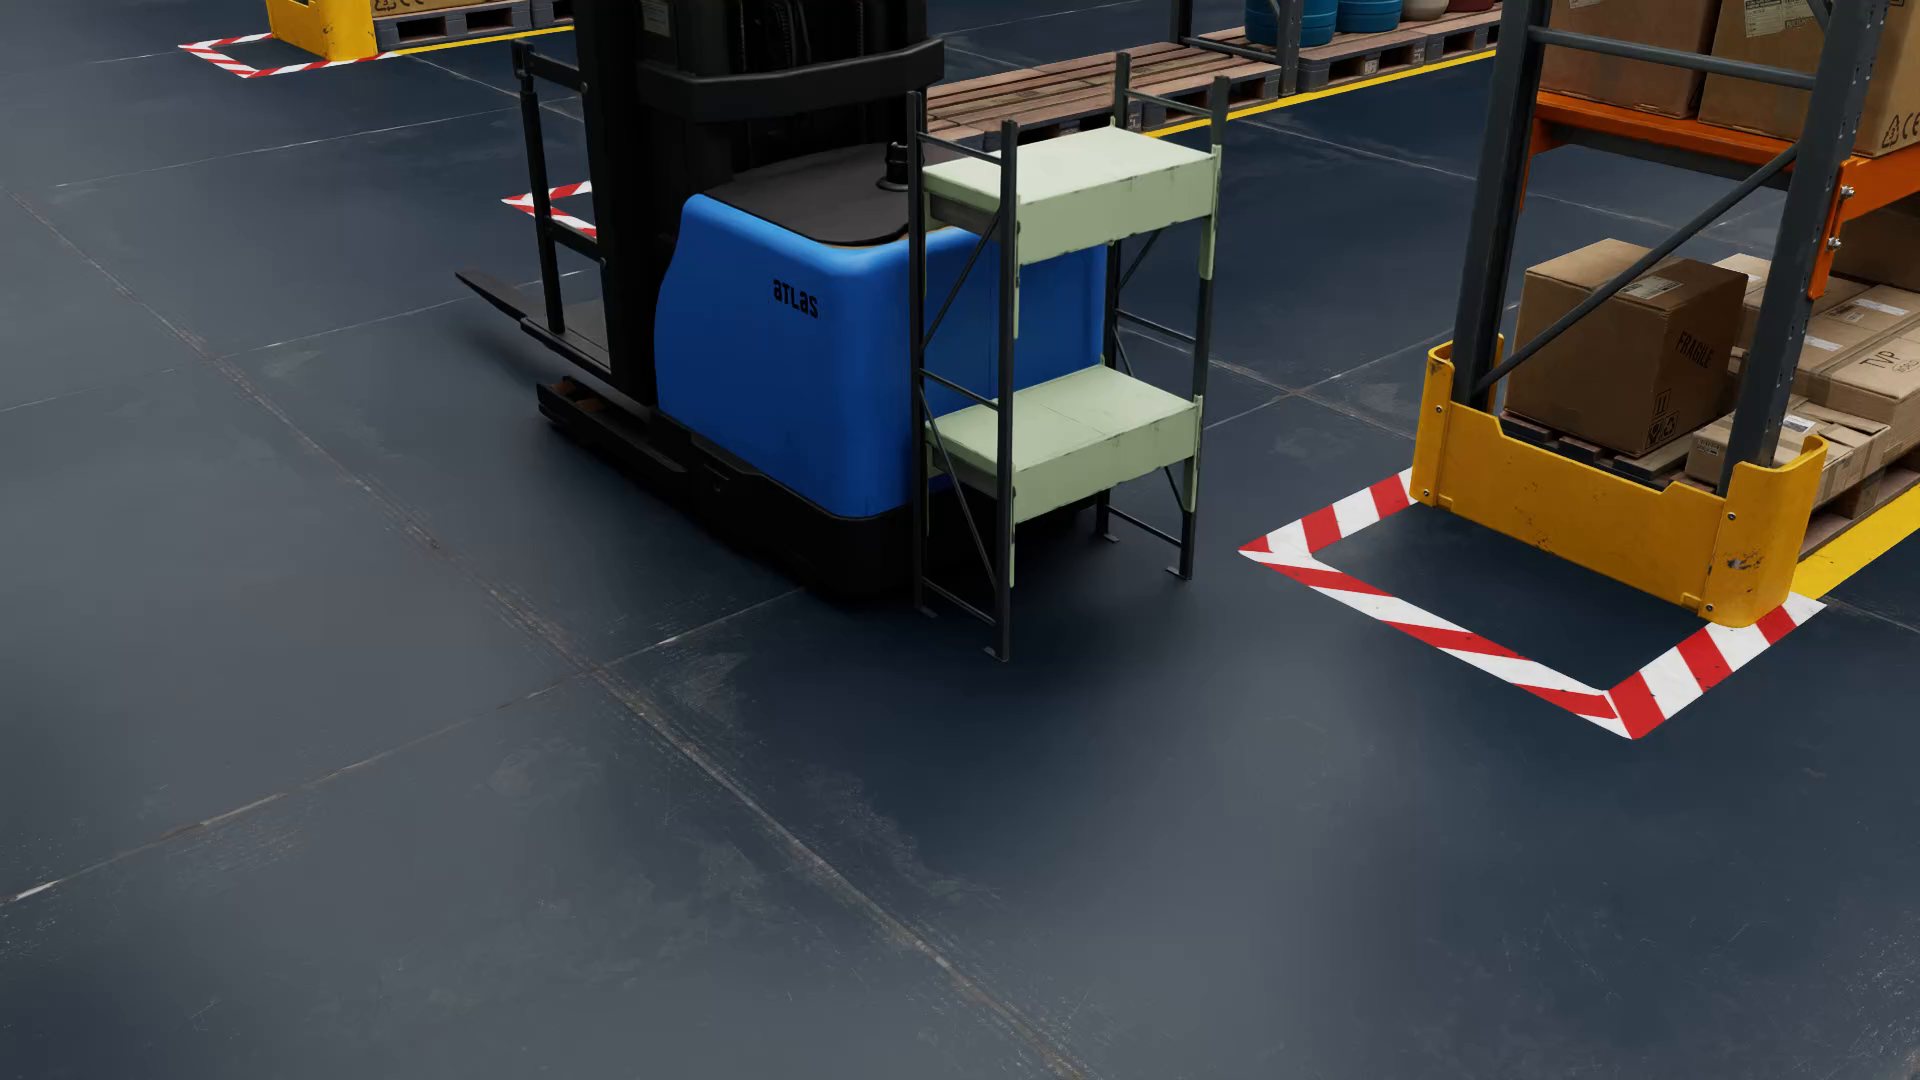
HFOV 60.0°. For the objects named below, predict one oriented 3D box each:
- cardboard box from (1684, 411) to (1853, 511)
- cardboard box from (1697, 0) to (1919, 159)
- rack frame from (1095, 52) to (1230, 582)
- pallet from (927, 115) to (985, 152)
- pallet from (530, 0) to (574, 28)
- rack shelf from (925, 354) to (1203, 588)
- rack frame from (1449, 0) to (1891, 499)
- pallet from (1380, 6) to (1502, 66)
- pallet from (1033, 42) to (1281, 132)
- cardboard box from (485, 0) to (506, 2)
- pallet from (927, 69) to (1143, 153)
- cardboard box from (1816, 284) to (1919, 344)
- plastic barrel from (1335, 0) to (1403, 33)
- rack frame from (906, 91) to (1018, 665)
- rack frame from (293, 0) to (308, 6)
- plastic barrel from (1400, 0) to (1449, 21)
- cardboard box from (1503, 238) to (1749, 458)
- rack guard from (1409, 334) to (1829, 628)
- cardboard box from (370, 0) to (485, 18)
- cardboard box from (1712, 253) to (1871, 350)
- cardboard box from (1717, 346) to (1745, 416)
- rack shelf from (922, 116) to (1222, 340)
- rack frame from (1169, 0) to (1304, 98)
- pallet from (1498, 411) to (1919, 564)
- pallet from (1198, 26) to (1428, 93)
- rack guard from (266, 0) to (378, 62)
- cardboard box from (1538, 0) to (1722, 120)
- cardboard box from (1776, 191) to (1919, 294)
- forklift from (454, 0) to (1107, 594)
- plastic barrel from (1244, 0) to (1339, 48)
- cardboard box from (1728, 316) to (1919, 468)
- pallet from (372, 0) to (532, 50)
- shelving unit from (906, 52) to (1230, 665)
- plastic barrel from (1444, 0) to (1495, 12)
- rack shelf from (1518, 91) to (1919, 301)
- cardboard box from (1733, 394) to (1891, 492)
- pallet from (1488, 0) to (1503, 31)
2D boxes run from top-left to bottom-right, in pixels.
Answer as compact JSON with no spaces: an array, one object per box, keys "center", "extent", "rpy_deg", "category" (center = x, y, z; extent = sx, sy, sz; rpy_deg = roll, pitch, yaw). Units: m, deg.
[{"center":[2.461,-0.237,5.070],"extent":[0.250,0.149,0.380],"rpy_deg":[-22,35,-35],"category":"cardboard box"},{"center":[2.428,-1.381,4.546],"extent":[0.500,0.500,0.500],"rpy_deg":[-21,35,-34],"category":"cardboard box"},{"center":[0.566,-0.611,4.803],"extent":[0.023,1.500,0.400],"rpy_deg":[-21,35,-34],"category":"rack frame"},{"center":[-0.640,-2.082,8.921],"extent":[1.213,0.211,1.003],"rpy_deg":[-22,35,-35],"category":"pallet"},{"center":[-3.022,-4.263,13.003],"extent":[1.213,0.211,1.003],"rpy_deg":[-22,35,-35],"category":"pallet"},{"center":[0.283,-0.214,4.751],"extent":[0.720,0.370,0.431],"rpy_deg":[-21,35,-34],"category":"rack shelf"},{"center":[1.920,-1.296,4.492],"extent":[0.127,3.000,1.000],"rpy_deg":[-22,35,-35],"category":"rack frame"},{"center":[3.293,-3.663,11.881],"extent":[1.213,0.211,1.003],"rpy_deg":[-22,35,-35],"category":"pallet"},{"center":[1.216,-2.828,10.318],"extent":[1.213,0.211,1.003],"rpy_deg":[-22,35,-35],"category":"pallet"},{"center":[-3.380,-4.600,12.484],"extent":[0.875,0.875,0.875],"rpy_deg":[-22,35,-35],"category":"cardboard box"},{"center":[0.288,-2.453,9.616],"extent":[1.213,0.211,1.003],"rpy_deg":[-22,35,-35],"category":"pallet"},{"center":[3.278,-0.648,5.730],"extent":[0.500,0.250,0.500],"rpy_deg":[-22,35,-35],"category":"cardboard box"},{"center":[2.714,-3.933,11.208],"extent":[0.708,0.901,0.600],"rpy_deg":[-22,35,-35],"category":"plastic barrel"},{"center":[0.001,-0.392,4.392],"extent":[0.023,1.500,0.400],"rpy_deg":[-21,35,-34],"category":"rack frame"},{"center":[-4.507,-4.849,11.141],"extent":[0.127,3.000,1.000],"rpy_deg":[-22,35,-35],"category":"rack frame"},{"center":[3.202,-3.902,11.563],"extent":[0.421,0.512,0.421],"rpy_deg":[0,28,0],"category":"plastic barrel"},{"center":[2.173,-0.642,5.454],"extent":[0.500,0.500,0.500],"rpy_deg":[-22,35,-35],"category":"cardboard box"},{"center":[1.977,-0.217,5.125],"extent":[0.348,0.500,1.175],"rpy_deg":[-22,35,-35],"category":"rack guard"},{"center":[-4.072,-4.322,11.963],"extent":[0.875,0.875,0.875],"rpy_deg":[-22,35,-35],"category":"cardboard box"},{"center":[2.916,-0.812,6.037],"extent":[0.500,0.250,0.500],"rpy_deg":[-22,35,-35],"category":"cardboard box"},{"center":[2.540,-0.586,5.704],"extent":[0.250,0.166,0.380],"rpy_deg":[-22,35,-35],"category":"cardboard box"},{"center":[0.283,-0.846,4.414],"extent":[0.720,0.370,0.431],"rpy_deg":[-21,35,-34],"category":"rack shelf"},{"center":[1.750,-4.297,10.107],"extent":[0.127,3.000,1.000],"rpy_deg":[-22,35,-35],"category":"rack frame"},{"center":[2.583,-0.333,5.650],"extent":[1.213,0.211,1.003],"rpy_deg":[-22,35,-35],"category":"pallet"},{"center":[2.365,-3.288,11.178],"extent":[1.213,0.211,1.003],"rpy_deg":[-22,35,-35],"category":"pallet"},{"center":[-4.525,-3.739,11.716],"extent":[0.348,0.500,1.175],"rpy_deg":[-22,35,-35],"category":"rack guard"},{"center":[2.084,-1.574,4.908],"extent":[0.500,0.500,0.500],"rpy_deg":[-21,34,-33],"category":"cardboard box"},{"center":[3.537,-1.036,6.188],"extent":[0.637,0.503,0.797],"rpy_deg":[-22,35,-35],"category":"cardboard box"},{"center":[-0.869,-1.761,5.436],"extent":[1.130,2.935,3.031],"rpy_deg":[-21,35,-34],"category":"forklift"},{"center":[2.175,-3.717,10.803],"extent":[0.708,0.901,0.600],"rpy_deg":[-22,35,-35],"category":"plastic barrel"},{"center":[2.898,-0.495,5.444],"extent":[0.500,0.250,0.500],"rpy_deg":[-22,35,-35],"category":"cardboard box"},{"center":[-3.950,-3.892,12.308],"extent":[1.213,0.211,1.003],"rpy_deg":[-22,35,-35],"category":"pallet"},{"center":[0.283,-0.502,4.598],"extent":[0.755,1.500,0.431],"rpy_deg":[-21,35,-34],"category":"shelving unit"},{"center":[3.573,-4.141,11.929],"extent":[0.708,0.588,0.600],"rpy_deg":[-22,35,-35],"category":"plastic barrel"},{"center":[3.441,-1.590,5.807],"extent":[4.000,0.370,1.077],"rpy_deg":[-22,35,-35],"category":"rack shelf"},{"center":[2.651,-0.322,5.208],"extent":[0.250,0.166,0.380],"rpy_deg":[-22,35,-35],"category":"cardboard box"},{"center":[4.221,-4.034,12.575],"extent":[1.213,0.211,1.003],"rpy_deg":[-22,35,-35],"category":"pallet"}]
